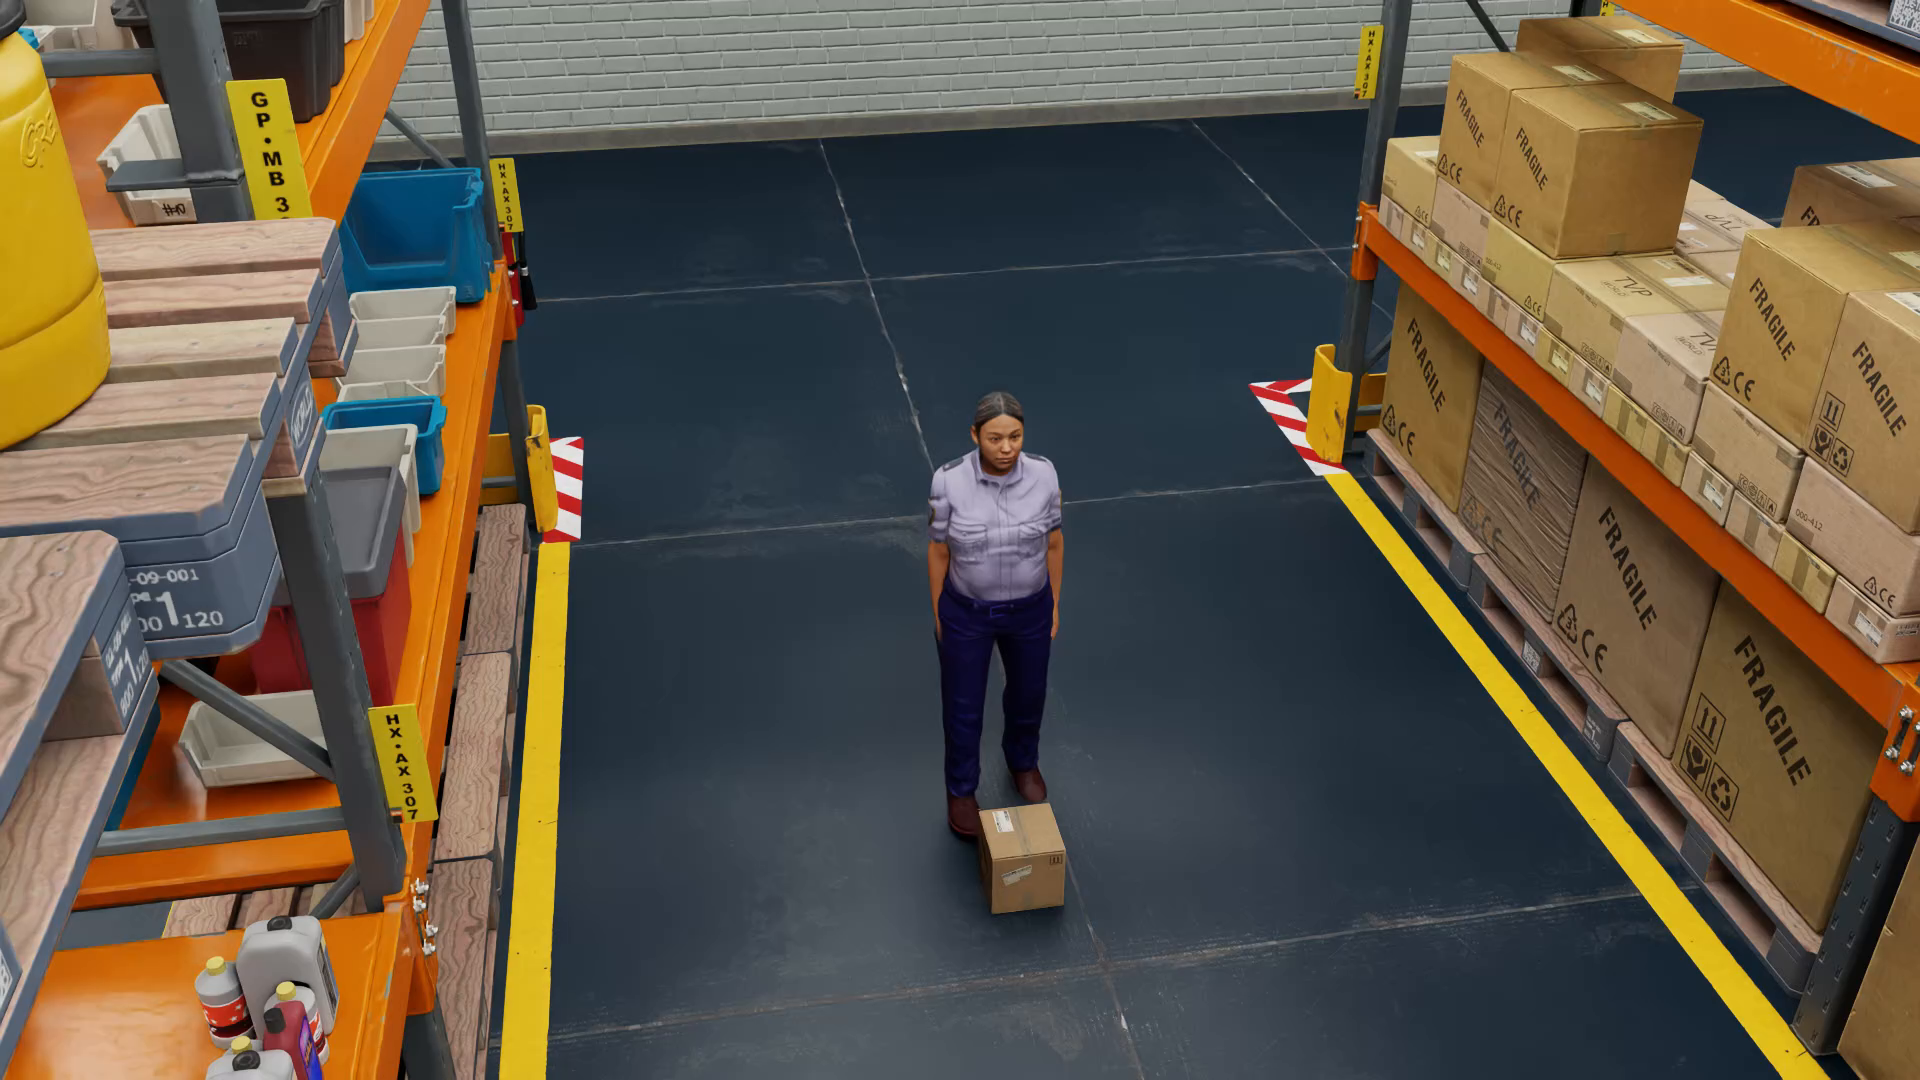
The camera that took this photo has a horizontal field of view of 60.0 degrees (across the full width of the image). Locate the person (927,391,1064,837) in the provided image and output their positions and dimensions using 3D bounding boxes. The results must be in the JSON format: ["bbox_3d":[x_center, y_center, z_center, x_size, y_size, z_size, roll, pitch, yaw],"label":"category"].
[{"bbox_3d":[0.127,0.267,5.739,0.473,1.688,0.449,-5,31,-8],"label":"person"}]
